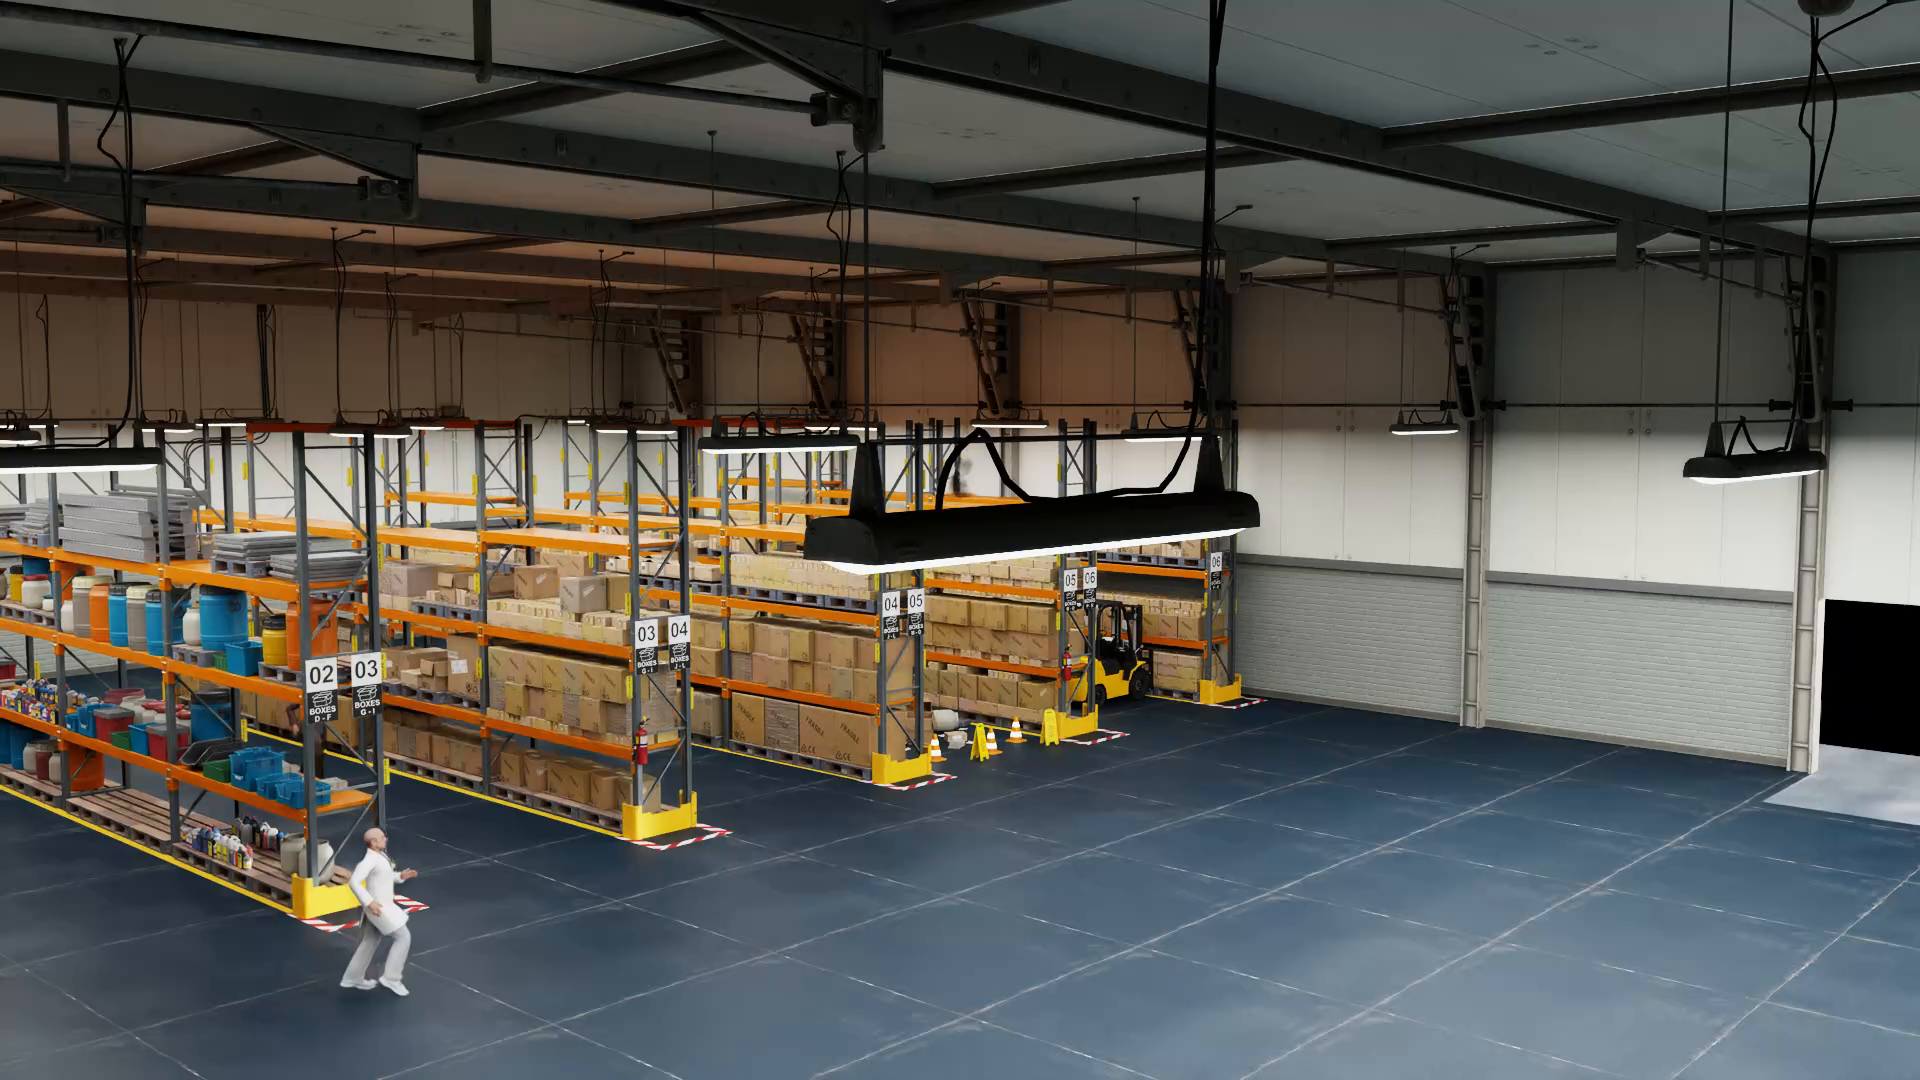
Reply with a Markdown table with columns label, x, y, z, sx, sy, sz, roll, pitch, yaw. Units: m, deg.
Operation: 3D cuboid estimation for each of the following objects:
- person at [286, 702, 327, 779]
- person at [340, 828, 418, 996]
| label | x | y | z | sx | sy | sz | roll | pitch | yaw |
| --- | --- | --- | --- | --- | --- | --- | --- | --- | --- |
| person | -10.615 | 3.209 | 27.337 | 0.937 | 1.845 | 0.666 | 3 | 5 | 29 |
| person | -6.224 | 3.992 | 17.808 | 0.823 | 1.840 | 0.674 | -2 | 5 | -24 |
